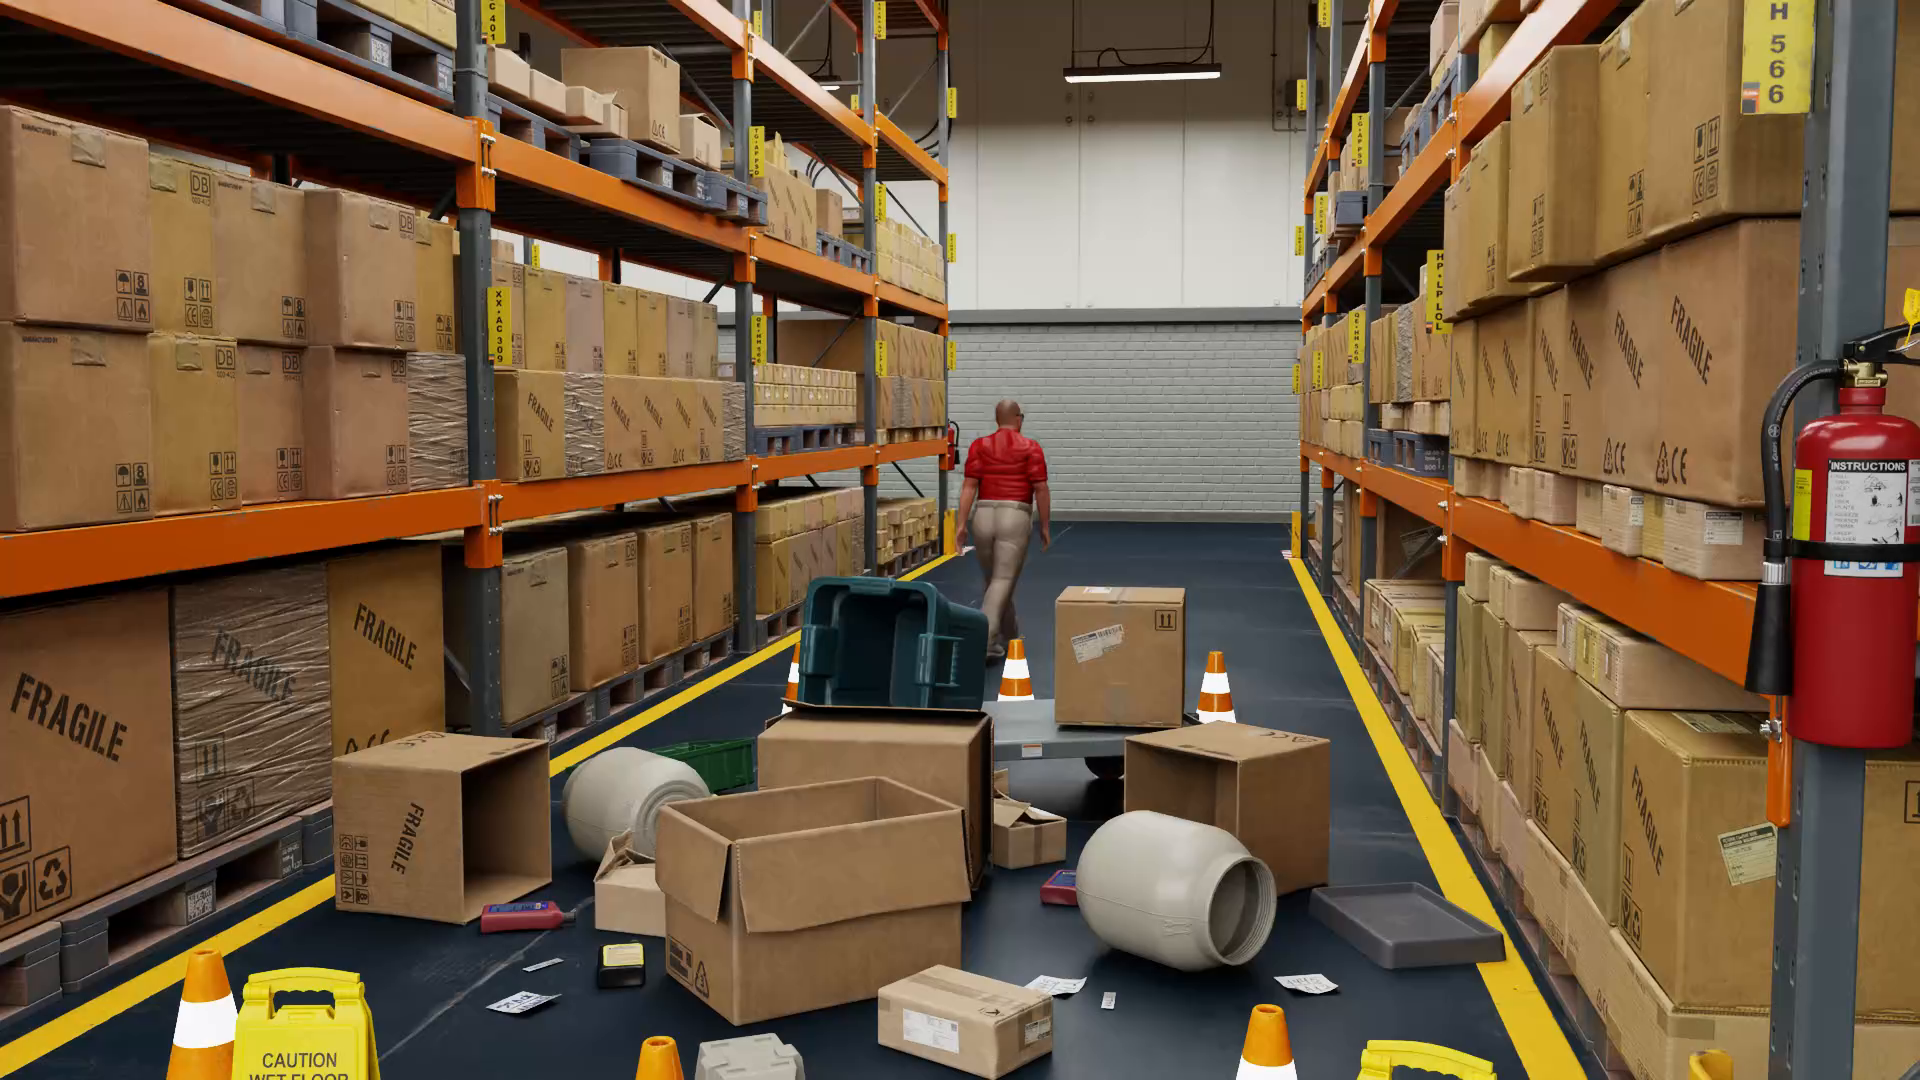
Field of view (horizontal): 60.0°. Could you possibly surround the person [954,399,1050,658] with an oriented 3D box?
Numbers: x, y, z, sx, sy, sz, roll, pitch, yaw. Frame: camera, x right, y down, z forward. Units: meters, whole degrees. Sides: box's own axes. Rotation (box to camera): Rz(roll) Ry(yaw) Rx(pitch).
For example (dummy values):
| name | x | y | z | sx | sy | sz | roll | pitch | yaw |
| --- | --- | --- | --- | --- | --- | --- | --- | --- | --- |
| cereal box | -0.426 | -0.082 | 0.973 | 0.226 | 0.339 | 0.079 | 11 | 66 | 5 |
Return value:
| name | x | y | z | sx | sy | sz | roll | pitch | yaw |
| --- | --- | --- | --- | --- | --- | --- | --- | --- | --- |
| person | 0.319 | -0.095 | 10.925 | 0.570 | 1.654 | 1.037 | 2 | 5 | 26 |
